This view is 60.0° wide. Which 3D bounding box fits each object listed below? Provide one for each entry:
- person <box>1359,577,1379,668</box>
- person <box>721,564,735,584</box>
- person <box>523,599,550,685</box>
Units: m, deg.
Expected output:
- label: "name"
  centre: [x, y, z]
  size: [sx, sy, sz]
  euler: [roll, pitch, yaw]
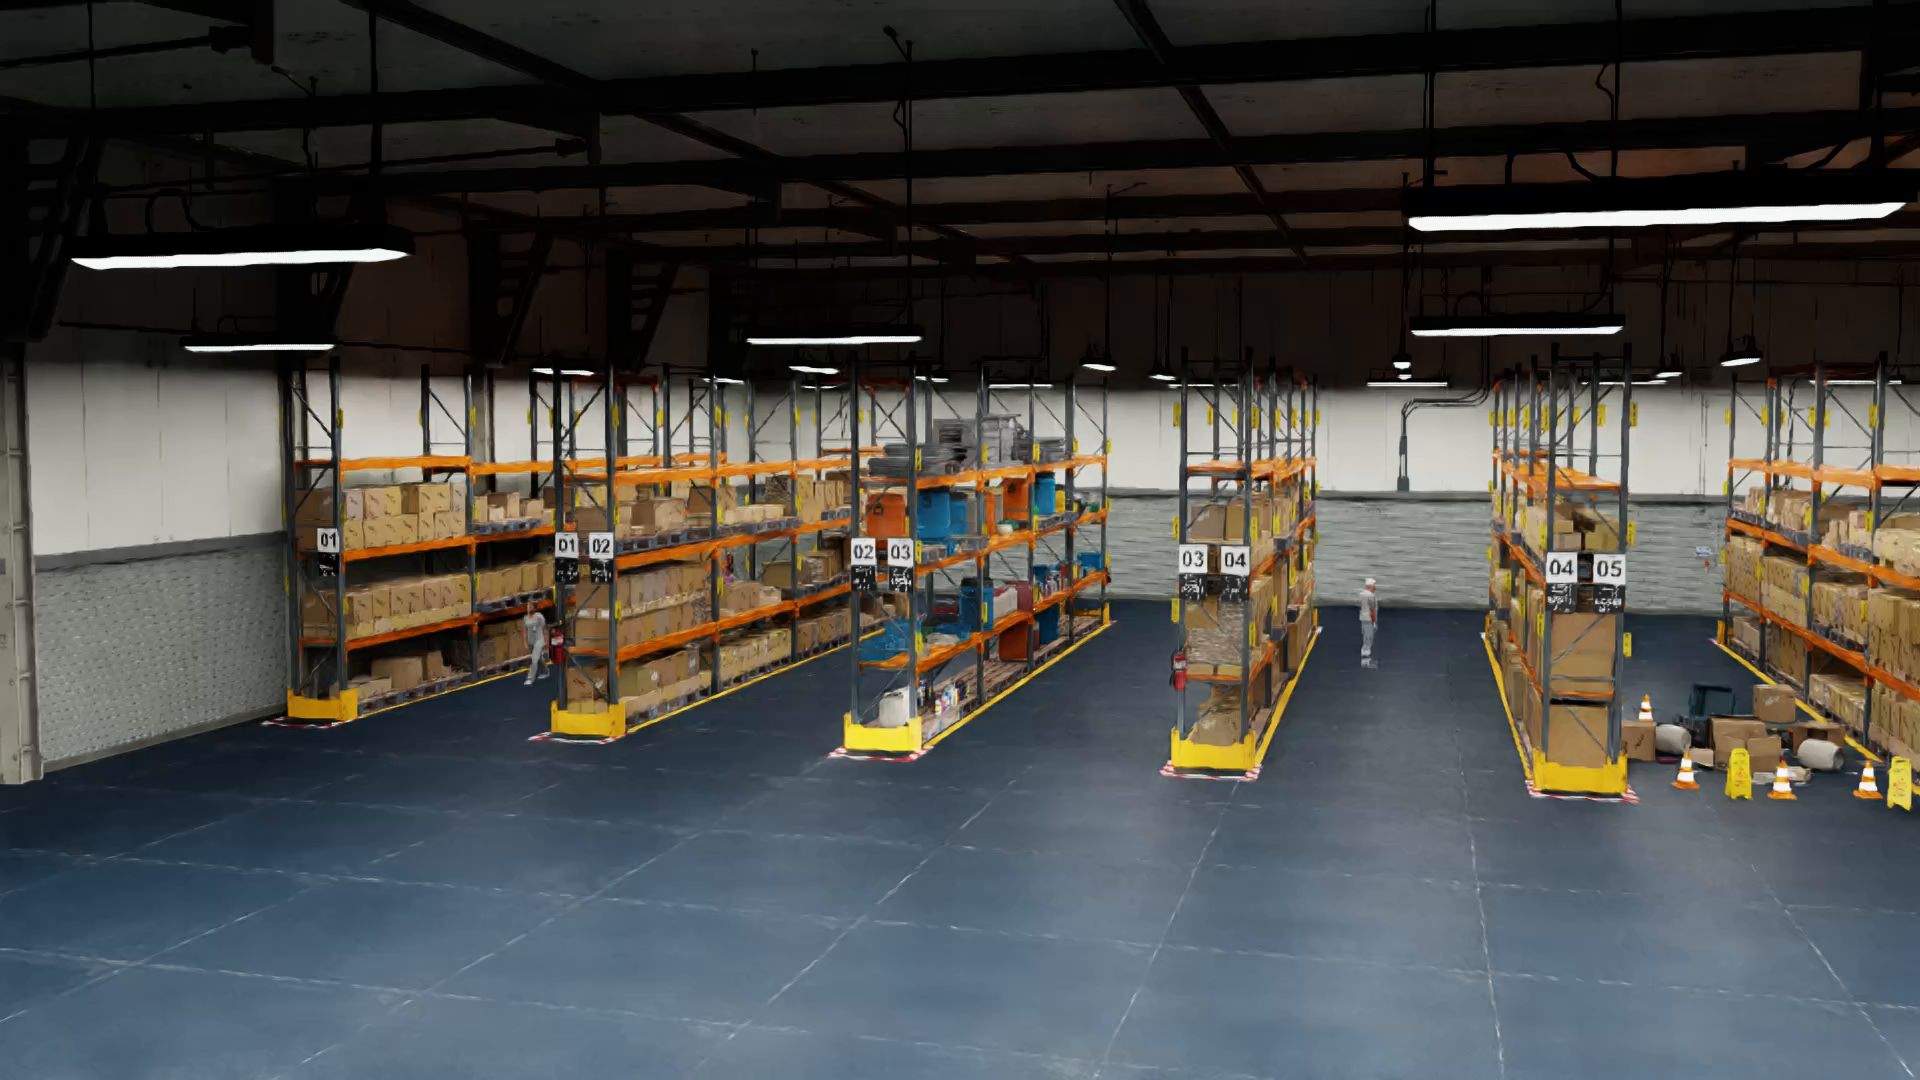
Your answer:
- label: "person"
  centre: [8.231, 1.641, 33.307]
  size: [0.471, 1.789, 0.622]
  euler: [0, 4, -6]
- label: "person"
  centre: [-5.472, 1.330, 39.434]
  size: [0.432, 1.539, 0.947]
  euler: [1, 4, 14]
- label: "person"
  centre: [-8.022, 1.896, 31.278]
  size: [0.446, 1.590, 1.110]
  euler: [1, 4, 18]
